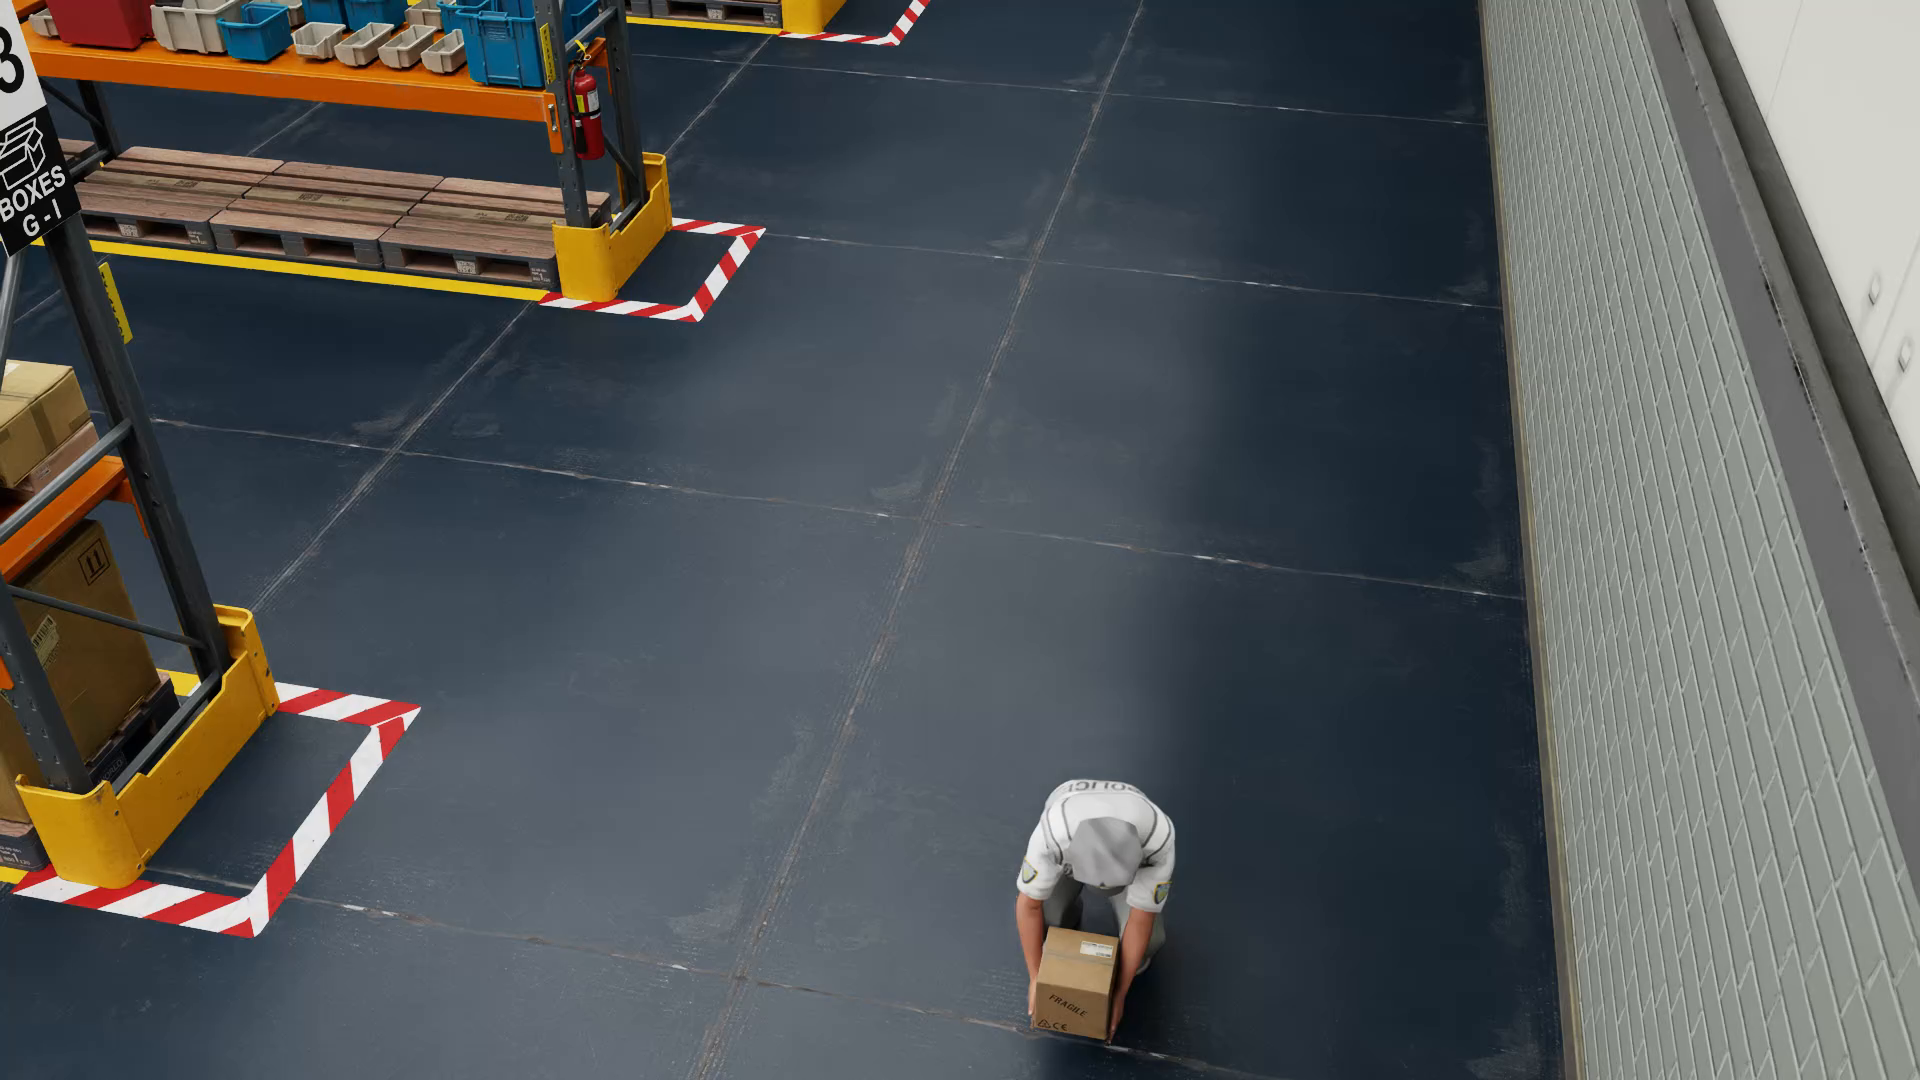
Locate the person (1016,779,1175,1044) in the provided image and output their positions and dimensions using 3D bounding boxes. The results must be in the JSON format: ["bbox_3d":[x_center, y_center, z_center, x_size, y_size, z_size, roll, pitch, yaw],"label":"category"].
[{"bbox_3d":[0.494,1.201,5.966,0.537,1.012,0.908,7,37,10],"label":"person"}]
